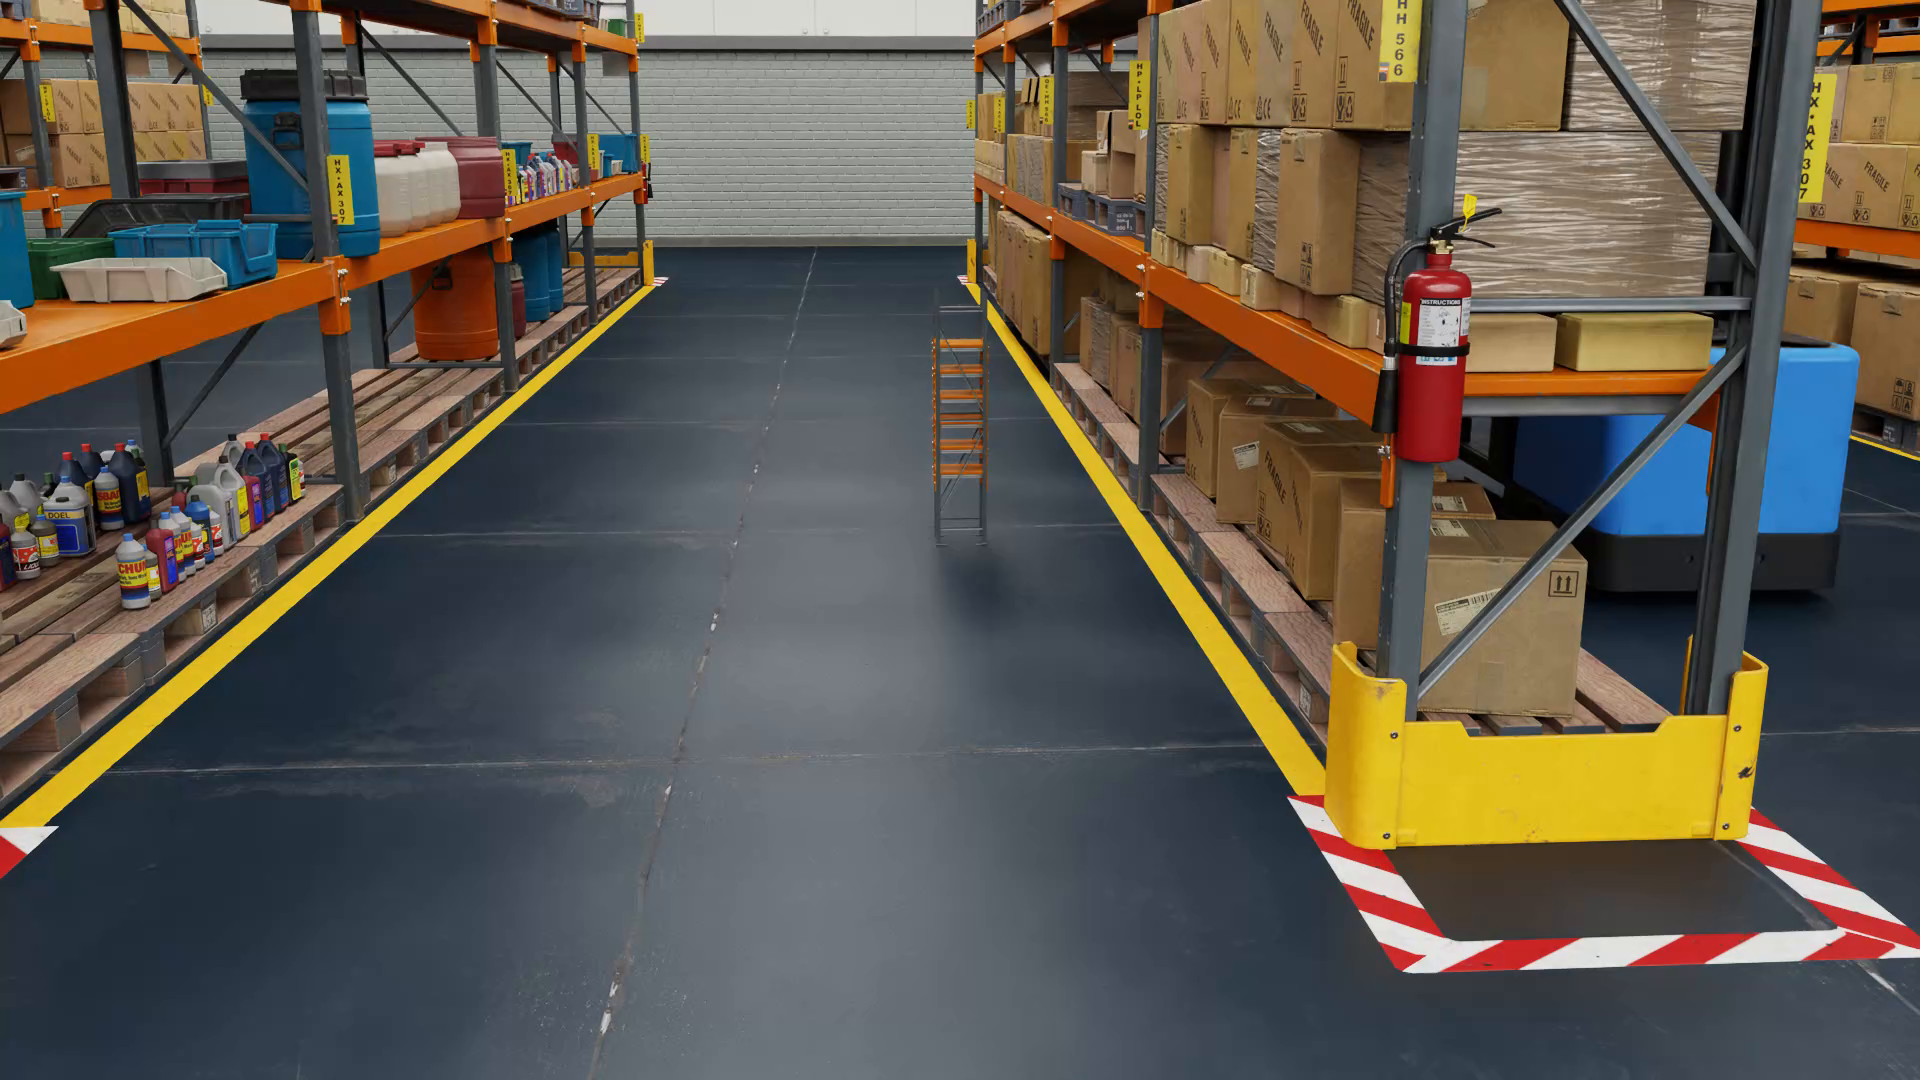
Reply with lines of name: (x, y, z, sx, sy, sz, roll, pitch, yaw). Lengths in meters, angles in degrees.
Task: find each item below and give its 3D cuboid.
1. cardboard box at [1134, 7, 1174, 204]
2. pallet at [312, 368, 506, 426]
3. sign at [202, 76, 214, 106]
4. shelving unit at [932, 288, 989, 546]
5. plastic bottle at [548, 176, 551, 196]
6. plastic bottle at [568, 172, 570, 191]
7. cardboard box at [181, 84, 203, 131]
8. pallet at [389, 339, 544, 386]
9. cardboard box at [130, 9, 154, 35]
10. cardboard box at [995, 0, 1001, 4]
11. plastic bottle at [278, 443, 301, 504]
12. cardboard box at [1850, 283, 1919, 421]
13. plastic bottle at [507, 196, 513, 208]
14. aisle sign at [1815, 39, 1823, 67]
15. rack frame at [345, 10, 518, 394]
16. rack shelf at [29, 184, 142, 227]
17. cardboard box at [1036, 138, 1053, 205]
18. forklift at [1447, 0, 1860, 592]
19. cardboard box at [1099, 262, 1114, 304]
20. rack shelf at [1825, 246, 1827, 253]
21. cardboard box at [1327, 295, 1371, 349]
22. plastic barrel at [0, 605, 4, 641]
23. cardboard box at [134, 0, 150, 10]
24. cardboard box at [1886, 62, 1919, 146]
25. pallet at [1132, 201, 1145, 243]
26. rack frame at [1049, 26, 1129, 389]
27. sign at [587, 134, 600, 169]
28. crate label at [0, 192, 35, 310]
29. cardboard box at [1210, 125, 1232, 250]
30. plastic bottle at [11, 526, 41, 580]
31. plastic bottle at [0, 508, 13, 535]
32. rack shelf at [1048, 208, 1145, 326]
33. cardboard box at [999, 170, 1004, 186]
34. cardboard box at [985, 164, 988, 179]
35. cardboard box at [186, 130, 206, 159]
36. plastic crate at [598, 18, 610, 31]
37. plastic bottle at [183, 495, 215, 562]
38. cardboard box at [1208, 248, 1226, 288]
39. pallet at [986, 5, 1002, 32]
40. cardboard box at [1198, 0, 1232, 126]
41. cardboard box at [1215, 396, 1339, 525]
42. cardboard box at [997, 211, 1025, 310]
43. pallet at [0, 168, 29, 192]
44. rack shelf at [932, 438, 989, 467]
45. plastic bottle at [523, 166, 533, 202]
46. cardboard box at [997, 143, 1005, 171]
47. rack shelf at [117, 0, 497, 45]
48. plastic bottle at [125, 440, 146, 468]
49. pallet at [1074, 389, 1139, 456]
cardboard box: (1.517, -2.307, 8.925, 1.000, 1.000, 1.000, -1, 14, -3)
pallet: (-3.756, -0.988, 11.441, 1.003, 0.211, 1.213, -1, 14, -3)
sign: (-8.650, -5.163, 19.114, 0.100, 0.325, 0.005, -1, 14, -3)
shelving unit: (0.001, -0.577, 7.863, 0.258, 1.200, 0.189, -1, 14, -3)
plastic bottle: (-3.569, -3.059, 14.293, 0.097, 0.201, 0.097, 0, 14, 0)
plastic bottle: (-3.631, -3.308, 15.264, 0.097, 0.201, 0.097, 0, 14, 0)
cardboard box: (-8.903, -4.872, 18.733, 0.500, 0.500, 0.500, -1, 14, -4)
pallet: (-3.856, -1.376, 12.952, 1.003, 0.211, 1.213, -1, 14, -3)
cardboard box: (-8.846, -5.453, 17.482, 0.500, 0.250, 0.500, -1, 14, -3)
cardboard box: (0.763, -5.952, 17.876, 0.700, 0.500, 0.500, -2, 15, -7)
plastic bottle: (-3.158, -0.320, 7.817, 0.061, 0.283, 0.133, 0, 14, -1)
cardboard box: (6.199, -1.171, 10.231, 1.050, 0.750, 0.750, -1, 14, -3)
plastic bottle: (-3.444, -2.670, 12.617, 0.061, 0.283, 0.133, -1, 14, -3)
aisle sign: (10.280, -6.023, 20.198, 0.394, 0.787, 0.004, -1, 14, -3)
rack frame: (-3.765, -2.531, 11.845, 1.000, 3.000, 0.127, -1, 14, -3)
rack shelf: (-9.081, -3.600, 17.440, 1.077, 0.370, 4.000, -1, 14, -3)
cardboard box: (0.875, -2.899, 13.074, 0.500, 0.500, 0.500, -1, 14, -4)
forklift: (3.100, -1.515, 8.033, 1.130, 2.935, 3.031, -1, 14, -2)
cardboard box: (1.250, -1.807, 11.659, 0.500, 0.250, 0.500, 0, 14, -1)
rack shelf: (6.011, -2.808, 14.365, 1.077, 0.370, 4.000, -1, 14, -3)
cardboard box: (1.368, -0.688, 5.184, 0.380, 0.149, 0.250, -1, 14, -3)
plastic barrel: (-3.418, 0.173, 5.486, 0.421, 0.512, 0.421, 0, 14, 0)
cardboard box: (-8.860, -5.695, 17.419, 0.500, 0.250, 0.500, -1, 14, -3)
cardboard box: (6.251, -2.700, 10.292, 0.700, 0.500, 0.500, -1, 14, -4)
pallet: (1.524, -1.712, 9.047, 1.003, 0.211, 1.213, -1, 14, -3)
rack frame: (1.178, -2.608, 12.142, 1.000, 3.000, 0.127, -1, 14, -3)
sign: (-3.464, -3.668, 15.708, 0.100, 0.325, 0.005, -1, 14, -3)
crate label: (-3.654, -1.012, 5.871, 0.502, 0.435, 0.616, -1, 14, -3)
cardboard box: (1.520, -1.445, 6.825, 0.875, 0.500, 0.500, -1, 14, -3)
plastic bottle: (-3.694, 0.046, 6.560, 0.097, 0.201, 0.097, 0, 14, 0)
plastic bottle: (-3.818, 0.017, 6.525, 0.152, 0.276, 0.135, -1, 14, -5)
rack shelf: (1.302, -1.762, 10.298, 1.077, 0.370, 4.000, -1, 14, -3)
cardboard box: (0.585, -3.552, 16.315, 0.380, 0.149, 0.250, -1, 14, -3)
cardboard box: (0.472, -4.000, 18.056, 0.380, 0.149, 0.250, -1, 14, -5)
cardboard box: (-8.905, -4.387, 18.855, 0.500, 0.500, 0.500, 0, 14, -2)
plastic crate: (-3.885, -5.336, 17.254, 0.437, 0.136, 0.530, -1, 14, -3)
plastic bottle: (-3.111, -0.050, 6.792, 0.097, 0.271, 0.097, 0, 14, 0)
cardboard box: (1.241, -1.123, 6.874, 0.380, 0.149, 0.250, -1, 14, -3)
pallet: (0.818, -5.519, 17.614, 1.003, 0.211, 1.213, -1, 14, -3)
cardboard box: (1.263, -1.925, 6.685, 0.500, 0.500, 0.500, -1, 14, -3)
cardboard box: (1.454, -0.363, 7.593, 0.500, 0.500, 0.500, 4, 15, 14)
cardboard box: (0.990, -2.618, 15.603, 1.225, 0.875, 0.875, -1, 14, -3)
pallet: (-9.017, -3.157, 14.663, 1.003, 0.211, 1.213, -1, 14, -3)
rack shelf: (0.001, -0.418, 7.904, 0.258, 0.103, 0.180, -1, 14, -3)
plastic bottle: (-3.495, -2.876, 13.417, 0.061, 0.283, 0.133, -1, 14, -3)
cardboard box: (0.641, -3.780, 16.401, 0.500, 0.250, 0.500, -1, 14, -4)
rack shelf: (-3.641, -3.138, 9.628, 1.077, 0.370, 4.000, -1, 14, -3)
plastic bottle: (-3.935, -0.342, 7.929, 0.097, 0.271, 0.097, 0, 14, 0)
pallet: (1.298, -0.760, 10.558, 1.003, 0.211, 1.213, -1, 14, -3)
